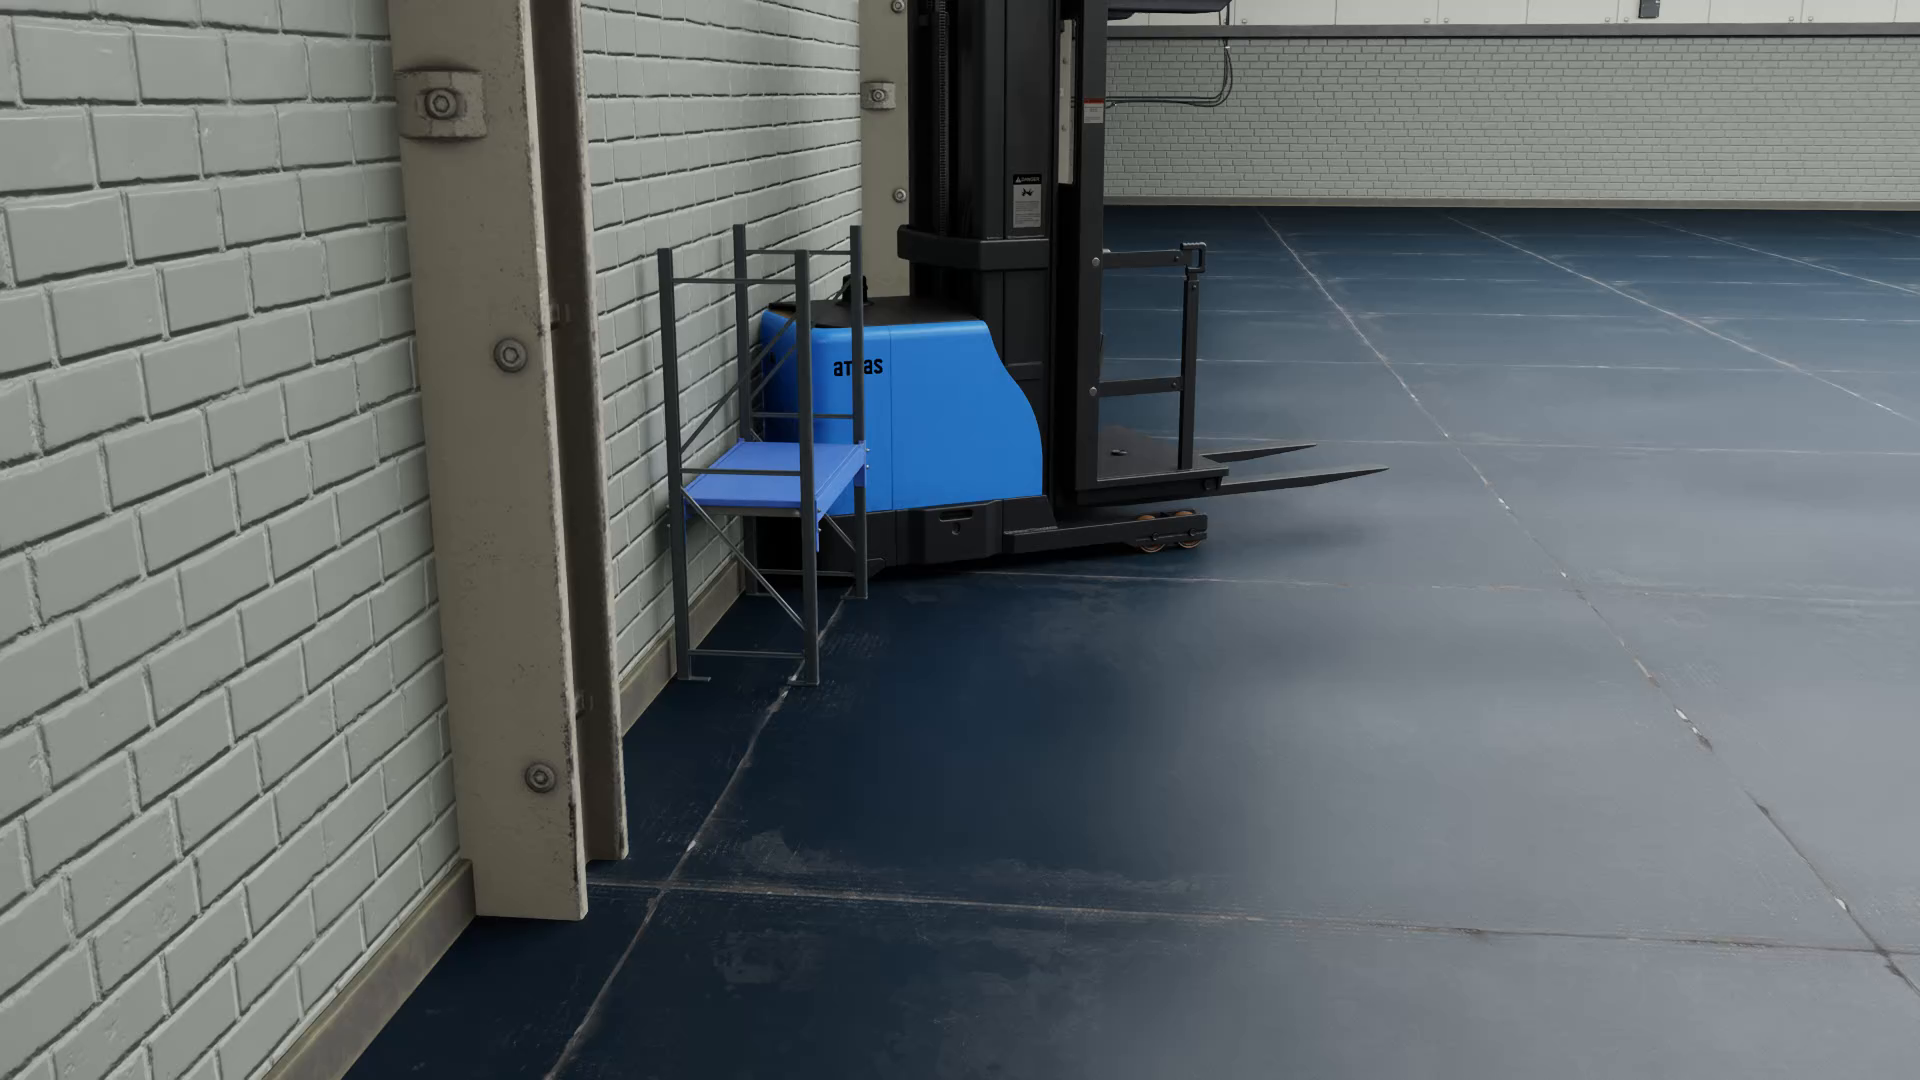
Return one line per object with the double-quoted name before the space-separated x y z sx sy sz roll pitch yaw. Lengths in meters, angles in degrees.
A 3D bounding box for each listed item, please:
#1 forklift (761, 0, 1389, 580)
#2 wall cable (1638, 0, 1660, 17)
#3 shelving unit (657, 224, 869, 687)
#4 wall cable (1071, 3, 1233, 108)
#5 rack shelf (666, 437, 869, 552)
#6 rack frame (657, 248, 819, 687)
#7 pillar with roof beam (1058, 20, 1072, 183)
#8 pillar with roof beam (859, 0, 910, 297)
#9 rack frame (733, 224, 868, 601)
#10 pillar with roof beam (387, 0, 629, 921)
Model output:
"forklift" 0.573 -1.478 7.514 3.031 2.935 1.130 -6 16 -22
"wall cable" 12.709 -11.758 27.391 2.305 6.003 0.169 2 15 6
"shelving unit" -0.684 -0.358 6.112 0.538 1.500 1.048 2 15 6
"wall cable" 3.278 -8.901 29.289 3.097 2.526 0.112 2 15 6
"rack shelf" -0.684 -0.184 6.159 0.538 0.185 1.000 2 15 6
"rack frame" -0.741 -0.226 5.624 0.500 1.500 0.032 2 15 6
"pillar with roof beam" 5.909 -9.548 25.733 9.100 9.000 0.400 2 15 6
"pillar with roof beam" 3.878 -4.880 8.468 9.100 9.000 0.400 2 15 6
"rack frame" -0.627 -0.490 6.600 0.500 1.500 0.032 2 15 6
"pillar with roof beam" 3.201 -3.323 2.713 9.100 9.000 0.400 2 15 6
